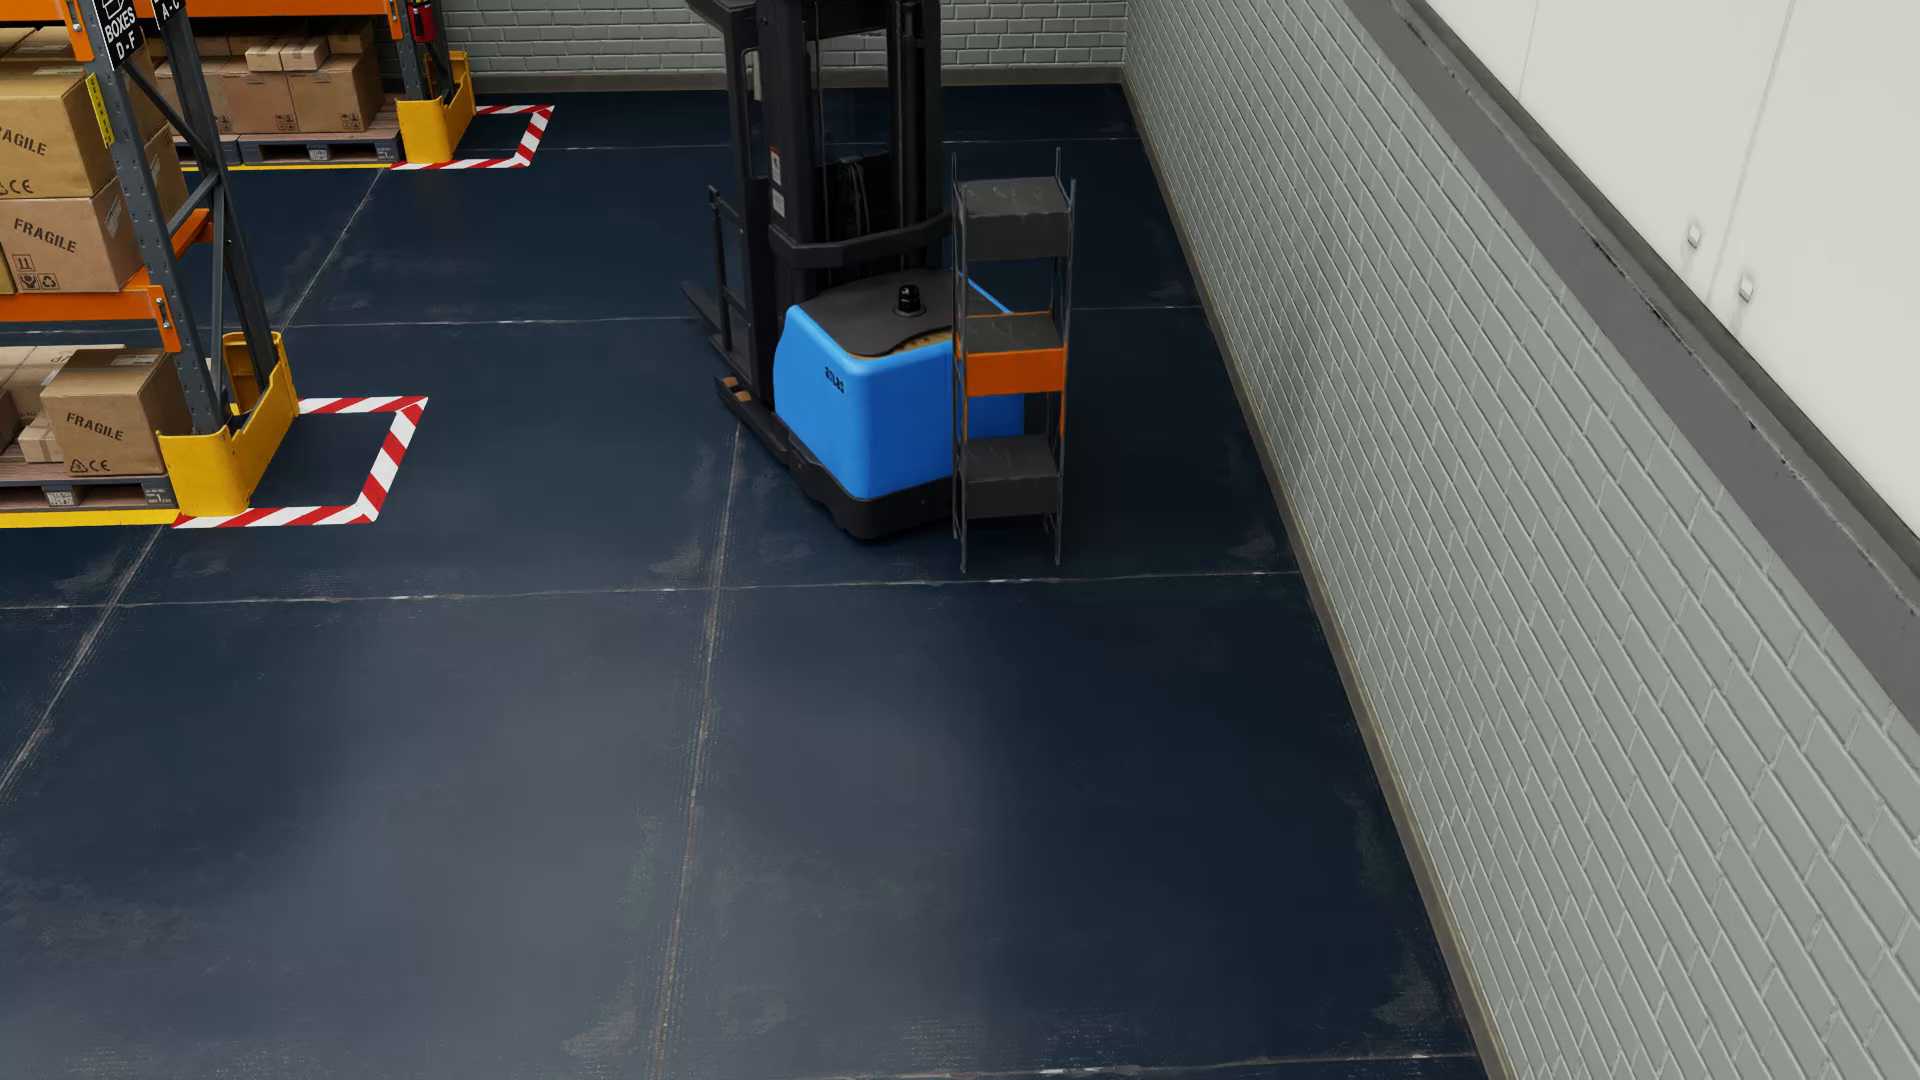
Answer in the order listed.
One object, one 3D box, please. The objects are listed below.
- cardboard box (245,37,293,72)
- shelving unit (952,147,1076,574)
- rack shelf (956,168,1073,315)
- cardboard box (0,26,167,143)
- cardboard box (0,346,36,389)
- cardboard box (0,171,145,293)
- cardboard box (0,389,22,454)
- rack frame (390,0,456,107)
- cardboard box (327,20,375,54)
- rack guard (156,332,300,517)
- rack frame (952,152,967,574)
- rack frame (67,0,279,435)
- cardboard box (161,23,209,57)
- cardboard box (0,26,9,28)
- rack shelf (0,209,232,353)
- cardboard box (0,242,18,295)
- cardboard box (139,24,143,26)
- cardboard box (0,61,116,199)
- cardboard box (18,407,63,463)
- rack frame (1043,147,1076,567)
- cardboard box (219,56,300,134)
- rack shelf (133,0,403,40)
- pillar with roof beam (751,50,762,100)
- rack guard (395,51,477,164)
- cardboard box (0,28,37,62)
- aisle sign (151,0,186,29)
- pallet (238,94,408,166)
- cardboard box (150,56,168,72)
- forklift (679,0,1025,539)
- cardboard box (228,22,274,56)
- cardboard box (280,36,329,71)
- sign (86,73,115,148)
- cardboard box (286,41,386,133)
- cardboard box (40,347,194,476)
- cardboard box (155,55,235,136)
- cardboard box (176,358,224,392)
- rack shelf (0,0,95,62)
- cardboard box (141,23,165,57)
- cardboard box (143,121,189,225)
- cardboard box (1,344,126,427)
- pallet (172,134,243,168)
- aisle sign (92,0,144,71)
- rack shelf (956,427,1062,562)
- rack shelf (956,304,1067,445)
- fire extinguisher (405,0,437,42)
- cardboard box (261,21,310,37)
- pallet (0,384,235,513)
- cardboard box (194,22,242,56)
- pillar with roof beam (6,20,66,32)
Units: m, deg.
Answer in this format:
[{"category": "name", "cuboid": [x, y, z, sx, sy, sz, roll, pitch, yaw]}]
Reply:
[{"category": "cardboard box", "cuboid": [-5.285, -3.730, 12.762, 0.250, 0.149, 0.380, -1, 35, -1]}, {"category": "shelving unit", "cuboid": [0.237, -0.820, 8.090, 0.503, 2.100, 0.431, -4, 35, -6]}, {"category": "rack shelf", "cuboid": [0.237, -1.384, 7.699, 0.480, 0.518, 0.431, -4, 35, -6]}, {"category": "cardboard box", "cuboid": [-4.433, -2.283, 8.447, 0.500, 0.500, 0.500, -1, 35, -1]}, {"category": "cardboard box", "cuboid": [-5.533, -0.863, 9.391, 0.500, 0.250, 0.500, -2, 35, -2]}, {"category": "cardboard box", "cuboid": [-4.412, -1.567, 8.291, 0.500, 0.500, 0.500, -1, 35, -1]}, {"category": "cardboard box", "cuboid": [-5.460, -0.580, 8.982, 0.500, 0.250, 0.500, -2, 35, -2]}, {"category": "rack frame", "cuboid": [-4.216, -4.509, 12.629, 0.127, 3.000, 1.000, -2, 35, -2]}, {"category": "cardboard box", "cuboid": [-4.795, -3.962, 13.096, 0.250, 0.149, 0.380, -1, 35, -2]}, {"category": "rack guard", "cuboid": [-4.054, -0.663, 9.269, 0.348, 0.500, 1.175, -2, 35, -2]}, {"category": "rack frame", "cuboid": [-0.005, -0.801, 8.063, 0.015, 2.100, 0.400, -4, 35, -6]}, {"category": "rack frame", "cuboid": [-3.978, -1.693, 8.560, 0.127, 3.000, 1.000, -2, 35, -2]}, {"category": "cardboard box", "cuboid": [-6.061, -3.926, 13.045, 0.250, 0.149, 0.380, -1, 35, -2]}, {"category": "cardboard box", "cuboid": [-7.614, -3.883, 12.983, 0.250, 0.149, 0.380, -2, 35, -3]}, {"category": "rack shelf", "cuboid": [-5.976, -1.343, 8.687, 4.000, 0.370, 1.077, -2, 35, -2]}, {"category": "cardboard box", "cuboid": [-4.930, -1.551, 8.268, 0.500, 0.500, 0.500, -1, 35, -2]}, {"category": "cardboard box", "cuboid": [-6.572, -3.912, 13.025, 0.250, 0.149, 0.380, -1, 35, -2]}, {"category": "cardboard box", "cuboid": [-4.409, -1.977, 8.004, 0.500, 0.500, 0.500, -2, 35, -3]}, {"category": "cardboard box", "cuboid": [-4.918, -0.594, 9.076, 0.250, 0.166, 0.380, -2, 35, -2]}, {"category": "rack frame", "cuboid": [0.479, -0.839, 8.117, 0.015, 2.100, 0.400, -4, 35, -6]}, {"category": "cardboard box", "cuboid": [-5.410, -3.564, 13.092, 0.500, 0.500, 0.700, -2, 35, -2]}, {"category": "rack shelf", "cuboid": [-6.214, -4.159, 12.756, 4.000, 0.370, 1.077, -2, 35, -2]}, {"category": "pillar with roof beam", "cuboid": [-1.356, -5.093, 8.201, 0.400, 9.000, 9.100, -2, 35, -2]}, {"category": "rack guard", "cuboid": [-4.192, -3.481, 13.341, 0.348, 0.500, 1.175, -2, 35, -2]}, {"category": "cardboard box", "cuboid": [-4.955, -2.265, 8.420, 0.500, 0.500, 0.500, -1, 35, -2]}, {"category": "aisle sign", "cuboid": [-3.924, -2.931, 8.064, 0.004, 0.787, 0.394, -2, 35, -2]}, {"category": "pallet", "cuboid": [-5.011, -3.296, 13.327, 1.213, 0.211, 1.003, -2, 35, -2]}, {"category": "cardboard box", "cuboid": [-6.445, -3.532, 13.045, 0.500, 0.500, 0.700, -1, 35, -1]}, {"category": "forklift", "cuboid": [-0.797, -2.028, 9.105, 1.130, 2.935, 3.031, -17, 38, -23]}, {"category": "cardboard box", "cuboid": [-5.551, -3.941, 13.066, 0.250, 0.149, 0.380, -1, 35, -2]}, {"category": "cardboard box", "cuboid": [-5.030, -3.737, 12.772, 0.250, 0.149, 0.380, -2, 35, -3]}, {"category": "sign", "cuboid": [-3.972, -1.983, 7.684, 0.005, 0.325, 0.100, -2, 35, -2]}, {"category": "cardboard box", "cuboid": [-4.910, -3.578, 13.111, 0.500, 0.500, 0.700, -2, 35, -2]}, {"category": "cardboard box", "cuboid": [-4.509, -0.691, 8.923, 0.500, 0.500, 0.500, -2, 35, -2]}, {"category": "cardboard box", "cuboid": [-5.913, -3.550, 13.072, 0.500, 0.500, 0.700, -3, 35, -4]}, {"category": "cardboard box", "cuboid": [-4.412, -0.886, 9.512, 0.250, 0.149, 0.380, -2, 35, -2]}, {"category": "rack shelf", "cuboid": [-5.976, -2.577, 7.834, 4.000, 0.370, 1.077, -2, 35, -2]}, {"category": "cardboard box", "cuboid": [-6.314, -3.920, 13.036, 0.250, 0.149, 0.380, -2, 35, -3]}, {"category": "cardboard box", "cuboid": [-4.433, -1.872, 8.731, 0.500, 0.500, 0.500, -1, 35, -1]}, {"category": "cardboard box", "cuboid": [-5.034, -0.876, 9.410, 0.500, 0.250, 0.500, -2, 35, -2]}, {"category": "pallet", "cuboid": [-6.227, -3.265, 13.282, 1.213, 0.211, 1.003, -2, 35, -2]}, {"category": "aisle sign", "cuboid": [-3.895, -2.590, 7.572, 0.004, 0.787, 0.394, -2, 35, -2]}, {"category": "rack shelf", "cuboid": [0.237, -0.233, 8.496, 0.480, 0.518, 0.431, -4, 35, -6]}, {"category": "rack shelf", "cuboid": [0.237, -0.809, 8.097, 0.480, 0.518, 0.431, -4, 35, -6]}, {"category": "fire extinguisher", "cuboid": [-4.044, -4.065, 12.384, 0.183, 0.674, 0.296, -2, 35, -2]}, {"category": "cardboard box", "cuboid": [-5.301, -3.947, 13.076, 0.250, 0.149, 0.380, -1, 35, -2]}, {"category": "pallet", "cuboid": [-4.850, -0.522, 9.319, 1.213, 0.211, 1.003, -2, 35, -2]}, {"category": "cardboard box", "cuboid": [-5.805, -3.934, 13.056, 0.250, 0.149, 0.380, -1, 35, -2]}, {"category": "pillar with roof beam", "cuboid": [-7.349, -4.931, 7.968, 0.400, 9.000, 9.100, -2, 35, -2]}]
